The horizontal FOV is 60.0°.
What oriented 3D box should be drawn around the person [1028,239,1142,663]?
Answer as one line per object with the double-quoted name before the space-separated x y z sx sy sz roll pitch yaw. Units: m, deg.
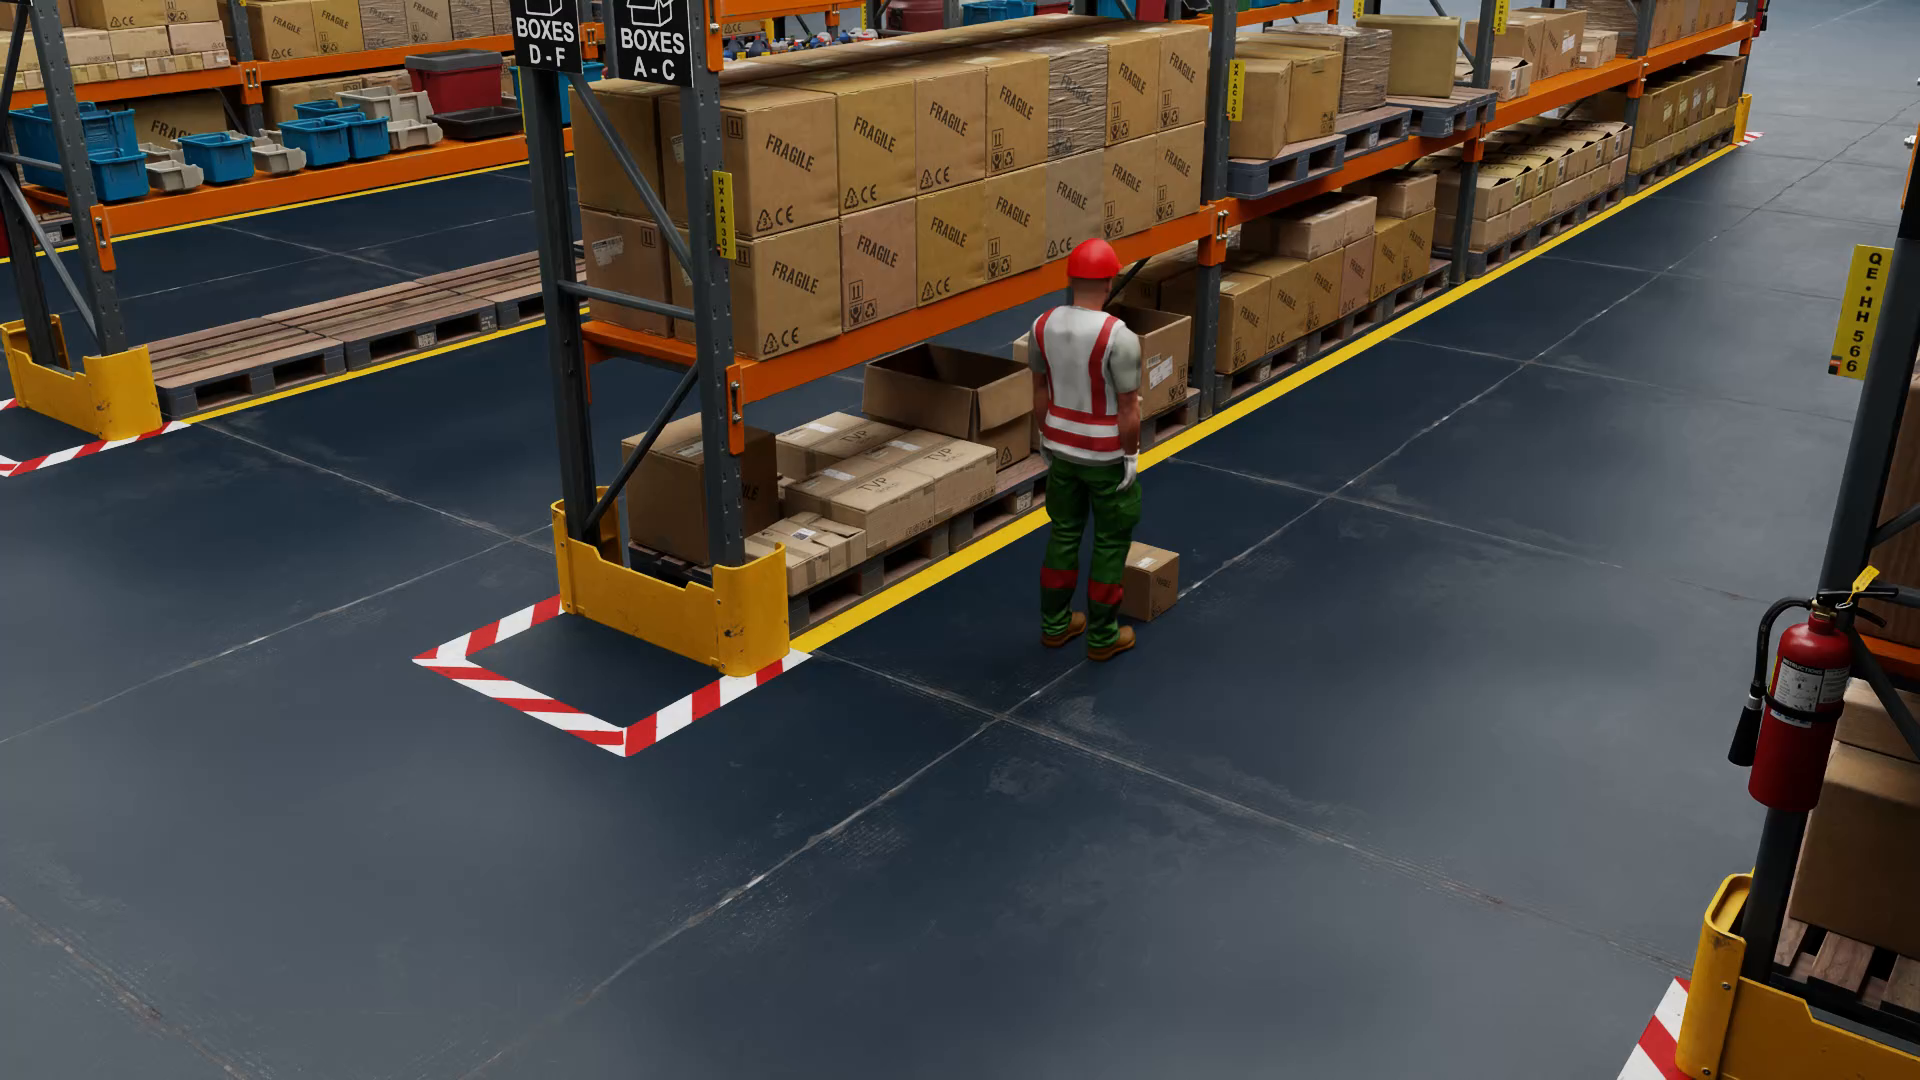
"person" 0.533 -0.370 6.935 0.527 1.780 0.348 17 29 35
